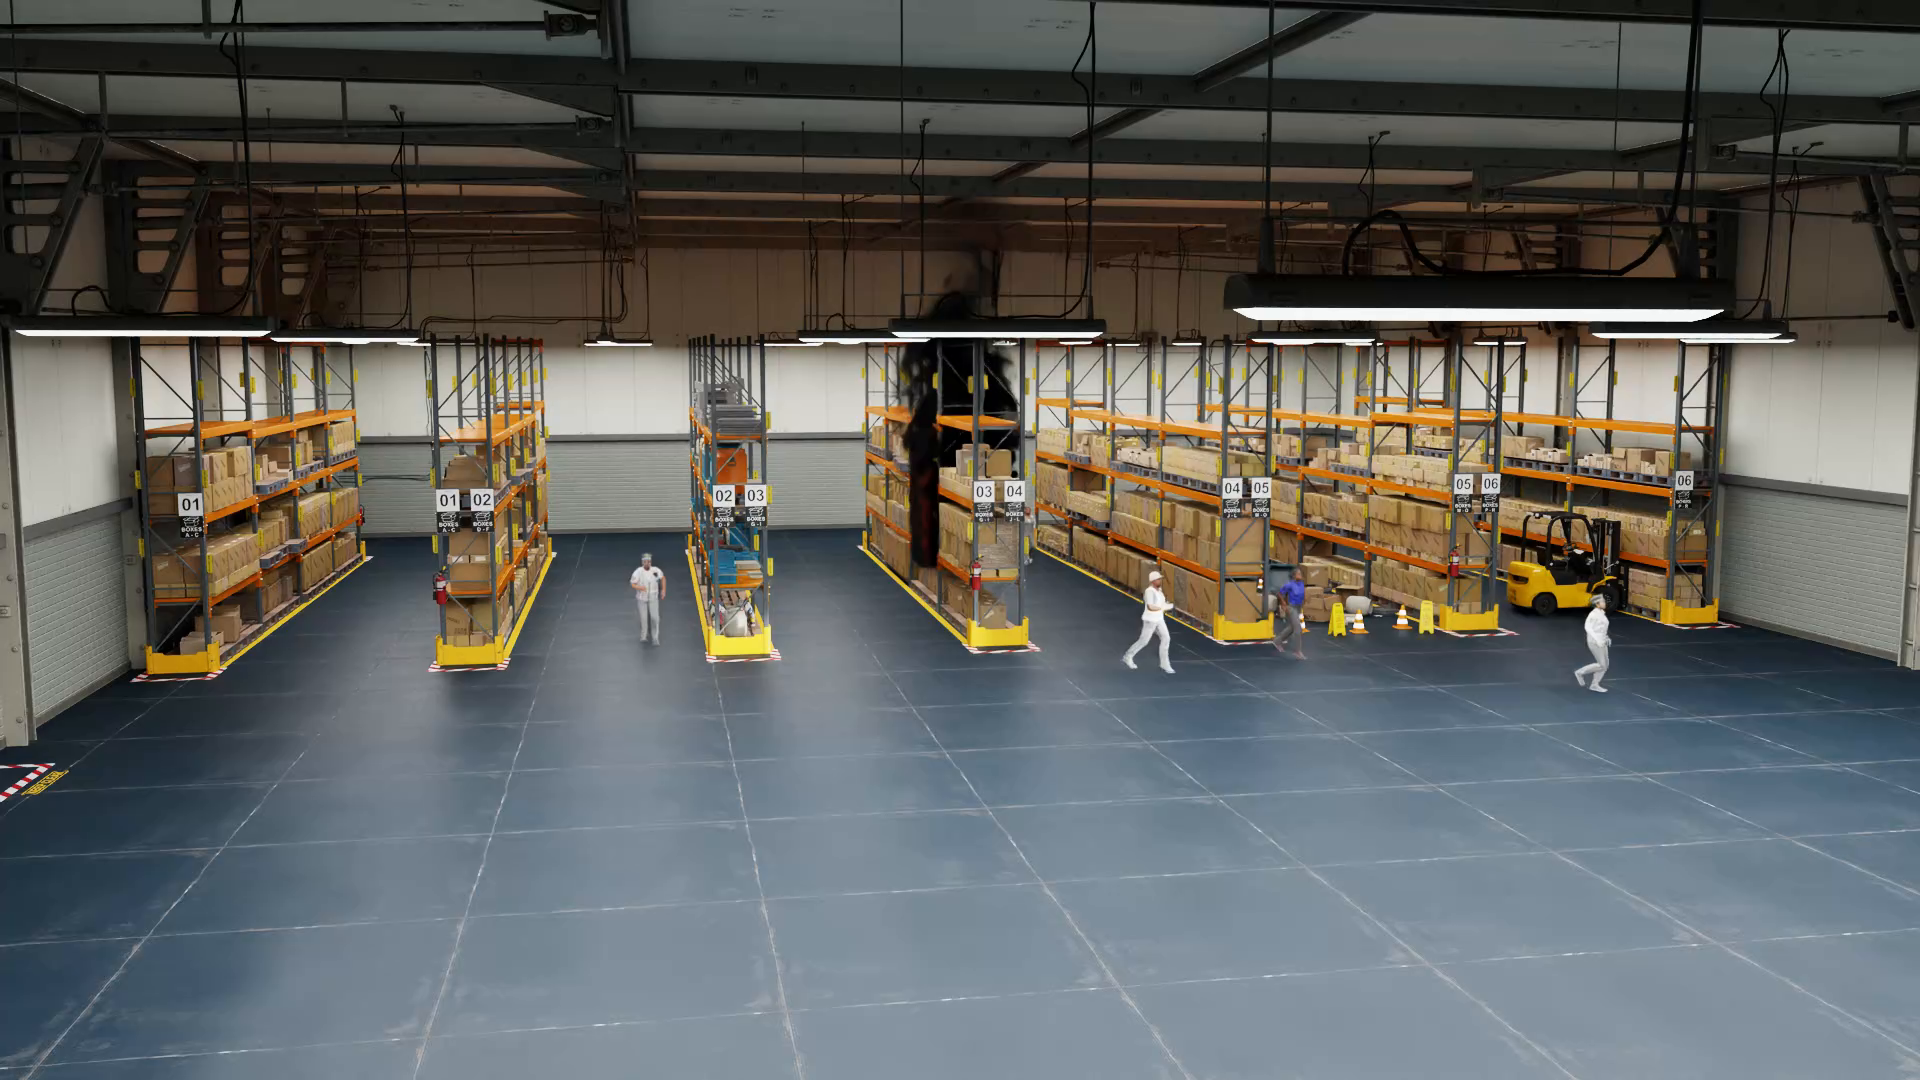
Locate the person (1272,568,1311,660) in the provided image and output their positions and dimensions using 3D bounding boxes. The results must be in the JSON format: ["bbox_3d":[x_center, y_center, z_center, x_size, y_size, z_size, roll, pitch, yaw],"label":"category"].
[{"bbox_3d":[6.189,1.397,31.000,0.796,1.609,0.576,6,9,43],"label":"person"}]

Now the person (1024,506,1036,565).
[{"bbox_3d":[1.803,-0.118,44.136,0.541,1.568,0.604,-1,7,-12],"label":"person"}]

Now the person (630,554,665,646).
[{"bbox_3d":[-6.041,1.180,32.250,0.685,1.867,0.765,-2,7,-15],"label":"person"}]

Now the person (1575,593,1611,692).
[{"bbox_3d":[10.630,1.713,27.913,0.519,1.664,0.610,5,8,36],"label":"person"}]

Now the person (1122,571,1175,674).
[{"bbox_3d":[3.377,1.459,29.550,0.928,1.832,0.695,3,7,28],"label":"person"}]
